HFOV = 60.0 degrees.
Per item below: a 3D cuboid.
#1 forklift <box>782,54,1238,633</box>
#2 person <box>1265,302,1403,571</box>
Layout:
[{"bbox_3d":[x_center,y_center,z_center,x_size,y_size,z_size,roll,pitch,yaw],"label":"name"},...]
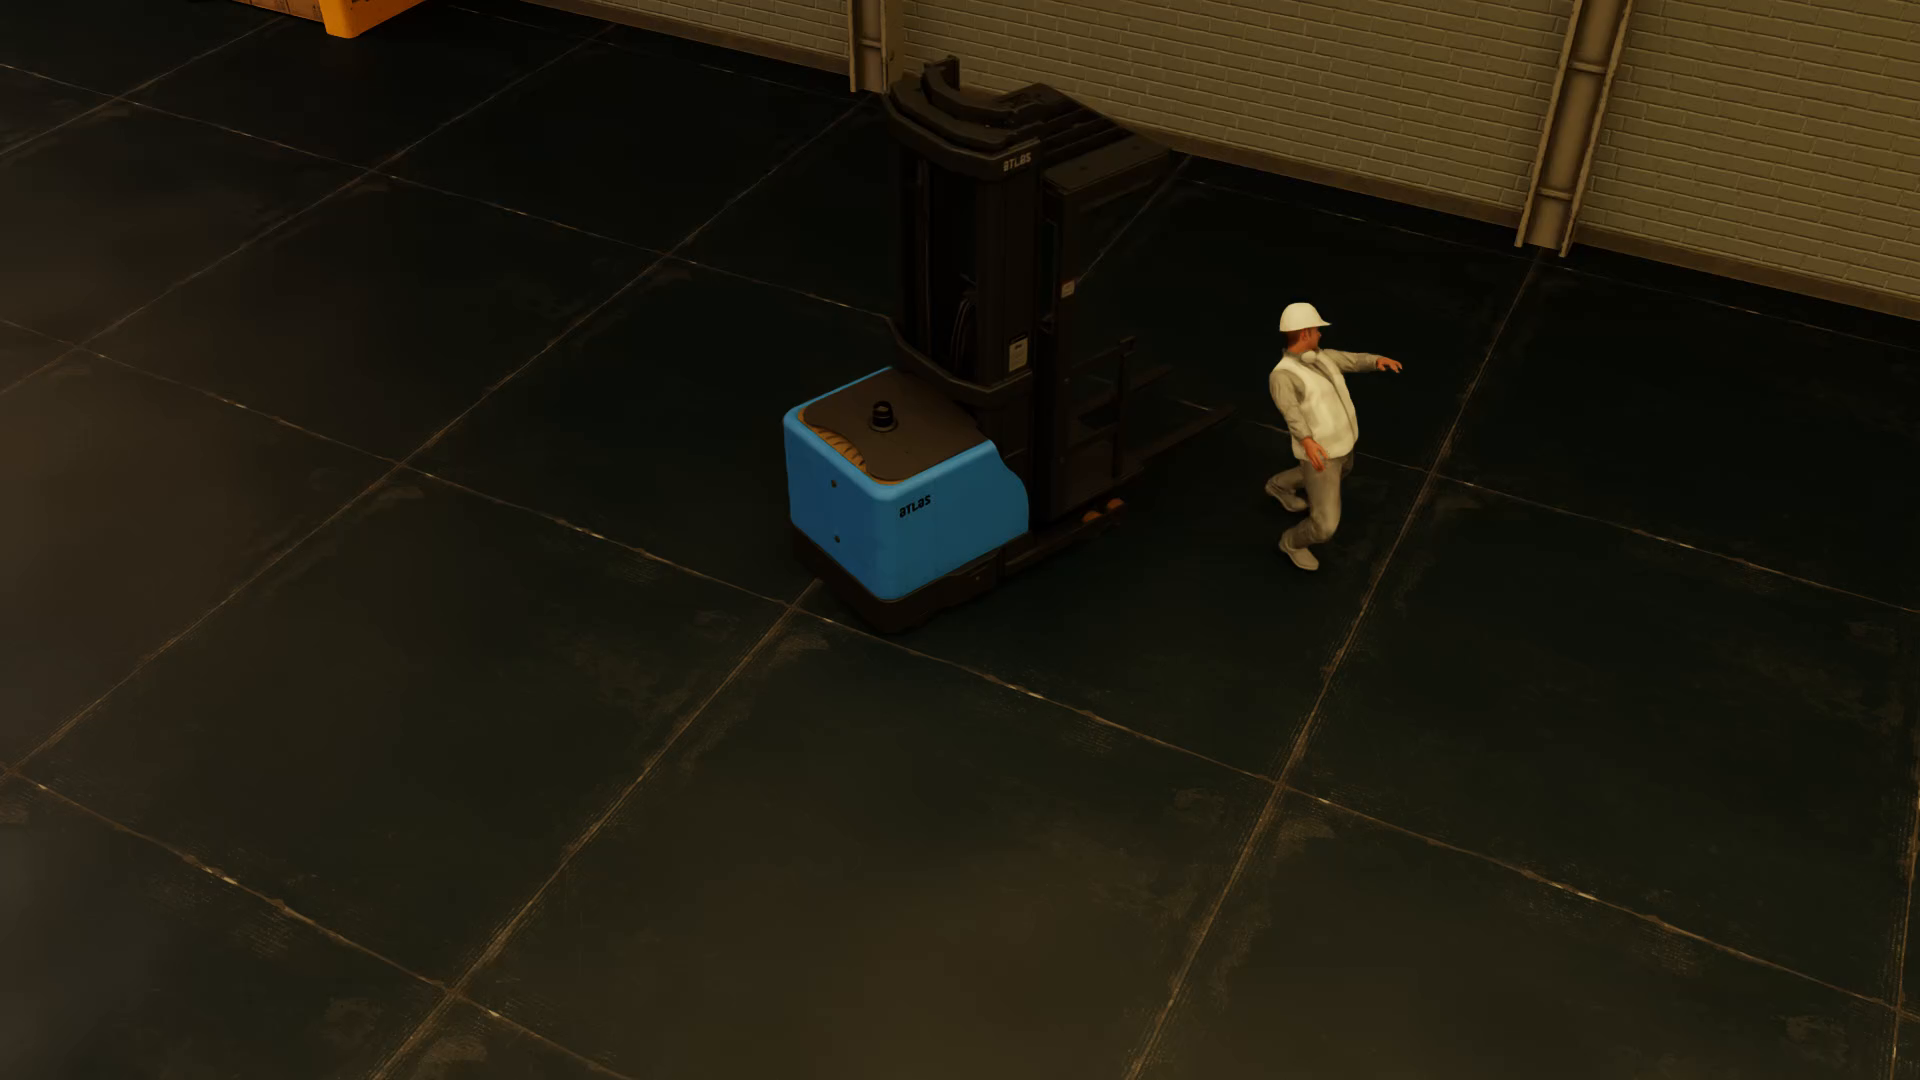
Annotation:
[{"bbox_3d":[0.440,-1.378,9.622,3.031,2.935,1.130,-27,47,-29],"label":"forklift"},{"bbox_3d":[2.053,-0.499,9.625,0.751,1.520,0.975,17,43,19],"label":"person"}]
